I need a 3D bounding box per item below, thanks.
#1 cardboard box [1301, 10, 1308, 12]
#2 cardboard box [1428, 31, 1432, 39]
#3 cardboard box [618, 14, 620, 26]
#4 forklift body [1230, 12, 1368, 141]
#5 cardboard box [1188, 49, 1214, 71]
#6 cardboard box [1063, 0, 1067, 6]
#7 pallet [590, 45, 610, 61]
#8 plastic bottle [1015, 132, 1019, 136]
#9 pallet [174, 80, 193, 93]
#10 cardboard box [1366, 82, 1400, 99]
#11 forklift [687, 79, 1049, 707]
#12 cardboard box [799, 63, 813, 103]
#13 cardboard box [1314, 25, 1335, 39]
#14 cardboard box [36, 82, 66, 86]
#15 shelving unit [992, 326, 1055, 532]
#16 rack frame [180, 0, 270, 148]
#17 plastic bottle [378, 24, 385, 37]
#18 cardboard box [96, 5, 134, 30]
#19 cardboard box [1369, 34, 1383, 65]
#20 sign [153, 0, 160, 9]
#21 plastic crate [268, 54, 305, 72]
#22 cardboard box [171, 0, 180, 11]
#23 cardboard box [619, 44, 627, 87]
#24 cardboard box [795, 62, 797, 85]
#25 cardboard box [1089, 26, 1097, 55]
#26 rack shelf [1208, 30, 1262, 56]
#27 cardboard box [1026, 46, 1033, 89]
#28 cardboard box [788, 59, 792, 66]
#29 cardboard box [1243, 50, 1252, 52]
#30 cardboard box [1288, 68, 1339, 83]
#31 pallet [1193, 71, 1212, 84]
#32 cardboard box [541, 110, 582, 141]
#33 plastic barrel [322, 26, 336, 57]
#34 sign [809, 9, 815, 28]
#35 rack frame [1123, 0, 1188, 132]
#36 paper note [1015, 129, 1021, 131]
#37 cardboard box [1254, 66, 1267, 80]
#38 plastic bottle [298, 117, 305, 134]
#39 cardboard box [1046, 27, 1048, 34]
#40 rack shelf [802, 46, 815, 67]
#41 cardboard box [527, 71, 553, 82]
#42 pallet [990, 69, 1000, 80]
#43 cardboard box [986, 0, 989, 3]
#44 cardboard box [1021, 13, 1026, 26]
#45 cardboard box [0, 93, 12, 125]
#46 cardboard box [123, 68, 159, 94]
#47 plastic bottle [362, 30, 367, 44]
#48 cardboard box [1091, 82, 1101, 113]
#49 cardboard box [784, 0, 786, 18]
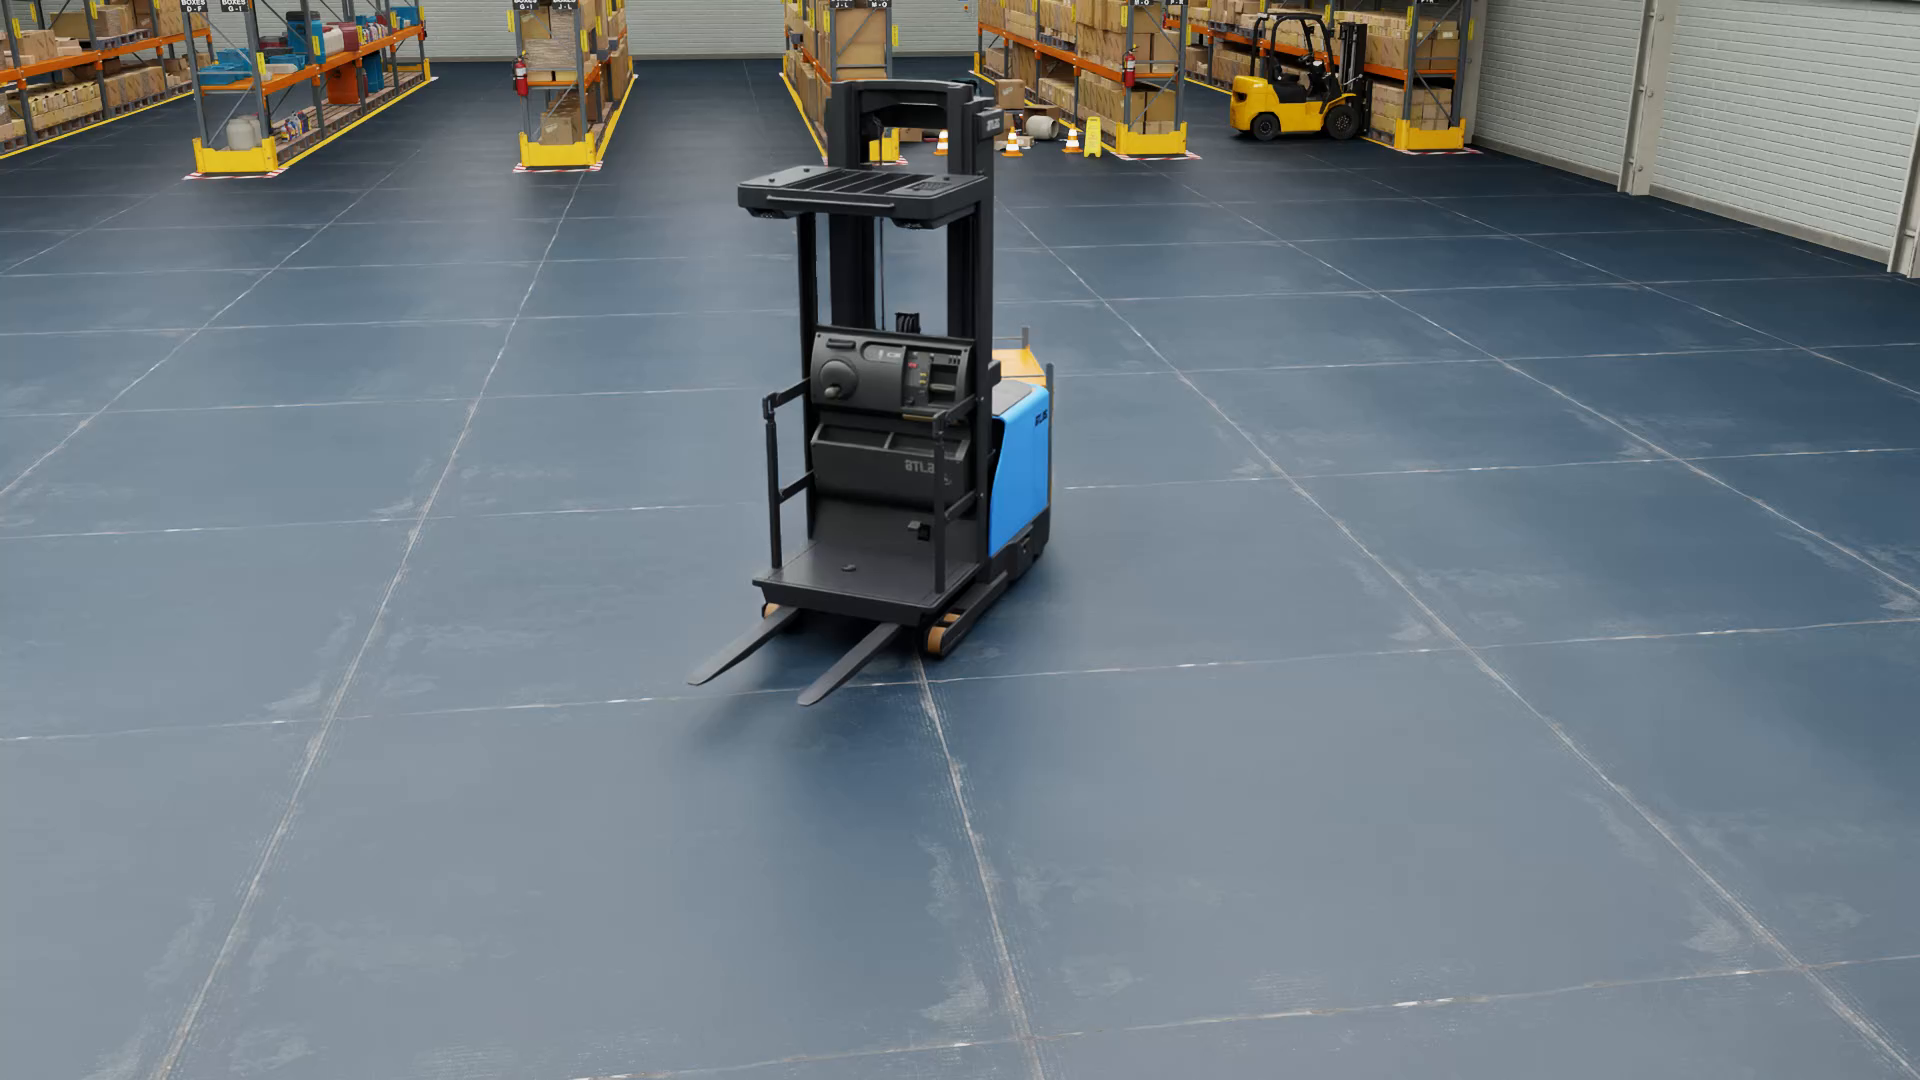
[{"bbox_3d":[7.407,-11.108,35.100,0.380,0.149,0.250,-3,21,-8],"label":"cardboard box"},{"bbox_3d":[8.297,-8.831,29.004,0.380,0.149,0.250,-3,21,-8],"label":"cardboard box"},{"bbox_3d":[-8.069,-11.916,38.123,0.500,0.250,0.500,-3,21,-9],"label":"cardboard box"},{"bbox_3d":[6.109,-8.435,30.225,2.313,2.155,1.214,-3,21,-8],"label":"forklift body"},{"bbox_3d":[6.110,-11.959,41.422,0.700,0.500,0.500,-4,21,-10],"label":"cardboard box"},{"bbox_3d":[2.235,-10.568,32.629,0.380,0.149,0.250,-4,21,-10],"label":"cardboard box"},{"bbox_3d":[-7.073,-9.083,31.023,1.003,0.211,1.213,-3,21,-8],"label":"pallet"},{"bbox_3d":[1.030,-7.483,30.664,0.133,0.061,0.283,1,20,2],"label":"plastic bottle"},{"bbox_3d":[-18.341,-10.527,38.601,1.003,0.211,1.213,-3,21,-8],"label":"pallet"},{"bbox_3d":[7.651,-8.139,30.122,0.500,0.250,0.500,-3,21,-7],"label":"cardboard box"},{"bbox_3d":[-0.466,-0.906,8.952,1.130,2.935,3.031,8,22,21],"label":"forklift"},{"bbox_3d":[-2.762,-9.429,34.289,1.050,0.750,0.750,-3,21,-8],"label":"cardboard box"},{"bbox_3d":[7.287,-9.974,32.633,0.500,0.250,0.500,-3,21,-9],"label":"cardboard box"},{"bbox_3d":[-17.702,-8.763,32.420,0.500,0.311,0.500,-2,21,-6],"label":"cardboard box"},{"bbox_3d":[0.281,-0.754,11.127,0.538,1.125,1.048,-2,21,-6],"label":"shelving unit"},{"bbox_3d":[-11.432,-7.267,25.885,1.000,3.000,0.127,-3,21,-8],"label":"rack frame"},{"bbox_3d":[-12.785,-11.243,36.709,0.152,0.276,0.135,-3,21,-8],"label":"plastic bottle"},{"bbox_3d":[-18.217,-11.241,35.783,0.700,0.500,0.500,-10,23,-26],"label":"cardboard box"},{"bbox_3d":[7.717,-8.829,29.926,0.500,0.500,0.500,-3,21,-9],"label":"cardboard box"},{"bbox_3d":[-17.515,-11.744,36.219,0.100,0.325,0.005,-3,21,-8],"label":"sign"},{"bbox_3d":[-11.580,-8.212,28.629,0.499,0.251,0.616,-3,21,-8],"label":"plastic crate"},{"bbox_3d":[-18.001,-12.222,37.580,0.500,0.500,0.500,-4,21,-9],"label":"cardboard box"},{"bbox_3d":[-8.148,-10.652,37.385,1.225,0.875,0.875,-3,21,-8],"label":"cardboard box"},{"bbox_3d":[-3.493,-10.643,37.897,0.500,0.500,0.500,-2,21,-6],"label":"cardboard box"},{"bbox_3d":[2.642,-9.074,30.155,0.500,0.500,0.500,-3,21,-8],"label":"cardboard box"},{"bbox_3d":[6.746,-11.393,37.961,1.077,0.370,4.000,-3,21,-8],"label":"rack shelf"},{"bbox_3d":[1.981,-10.540,37.085,0.875,0.875,0.875,-3,21,-7],"label":"cardboard box"},{"bbox_3d":[-4.056,-11.805,41.086,0.380,0.149,0.250,-2,21,-6],"label":"cardboard box"},{"bbox_3d":[6.883,-11.465,39.170,0.380,0.149,0.250,-3,21,-7],"label":"cardboard box"},{"bbox_3d":[7.310,-9.446,34.515,0.875,0.625,0.625,-4,21,-10],"label":"cardboard box"},{"bbox_3d":[6.360,-11.354,40.814,1.003,0.211,1.213,-3,21,-8],"label":"pallet"},{"bbox_3d":[-6.724,-6.964,28.048,0.500,0.500,0.500,2,21,6],"label":"cardboard box"},{"bbox_3d":[-12.097,-9.461,31.567,0.433,0.535,0.433,0,20,0],"label":"plastic barrel"},{"bbox_3d":[-2.720,-9.591,30.566,0.100,0.325,0.005,-3,21,-8],"label":"sign"},{"bbox_3d":[3.276,-8.016,27.892,1.000,3.000,0.127,-3,21,-8],"label":"rack frame"},{"bbox_3d":[1.088,-7.741,31.397,0.148,0.019,0.142,-3,21,-8],"label":"paper note"},{"bbox_3d":[6.761,-10.199,36.708,0.500,0.500,0.500,-2,21,-6],"label":"cardboard box"},{"bbox_3d":[-11.538,-7.256,29.109,0.061,0.283,0.133,-2,21,-4],"label":"plastic bottle"},{"bbox_3d":[1.987,-10.546,34.425,0.380,0.149,0.250,-4,21,-11],"label":"cardboard box"},{"bbox_3d":[-2.472,-9.472,32.817,1.077,0.370,4.000,-3,21,-8],"label":"rack shelf"},{"bbox_3d":[-6.776,-7.487,26.834,0.380,0.149,0.250,-3,21,-8],"label":"cardboard box"},{"bbox_3d":[1.335,-11.555,41.352,1.003,0.211,1.213,-3,21,-8],"label":"pallet"},{"bbox_3d":[0.920,-13.534,41.094,0.500,0.500,0.500,-3,21,-8],"label":"cardboard box"},{"bbox_3d":[1.630,-11.458,36.608,0.500,0.250,0.500,-3,21,-9],"label":"cardboard box"},{"bbox_3d":[-16.567,-7.340,28.338,0.500,0.500,0.500,-3,21,-8],"label":"cardboard box"},{"bbox_3d":[-17.646,-9.880,35.825,0.500,0.500,0.500,-3,21,-8],"label":"cardboard box"},{"bbox_3d":[-12.450,-10.504,34.736,0.097,0.271,0.097,0,20,0],"label":"plastic bottle"},{"bbox_3d":[2.679,-8.079,30.317,0.500,0.500,0.500,-2,21,-5],"label":"cardboard box"},{"bbox_3d":[-4.123,-13.288,41.439,0.500,0.500,0.500,-2,21,-5],"label":"cardboard box"}]
